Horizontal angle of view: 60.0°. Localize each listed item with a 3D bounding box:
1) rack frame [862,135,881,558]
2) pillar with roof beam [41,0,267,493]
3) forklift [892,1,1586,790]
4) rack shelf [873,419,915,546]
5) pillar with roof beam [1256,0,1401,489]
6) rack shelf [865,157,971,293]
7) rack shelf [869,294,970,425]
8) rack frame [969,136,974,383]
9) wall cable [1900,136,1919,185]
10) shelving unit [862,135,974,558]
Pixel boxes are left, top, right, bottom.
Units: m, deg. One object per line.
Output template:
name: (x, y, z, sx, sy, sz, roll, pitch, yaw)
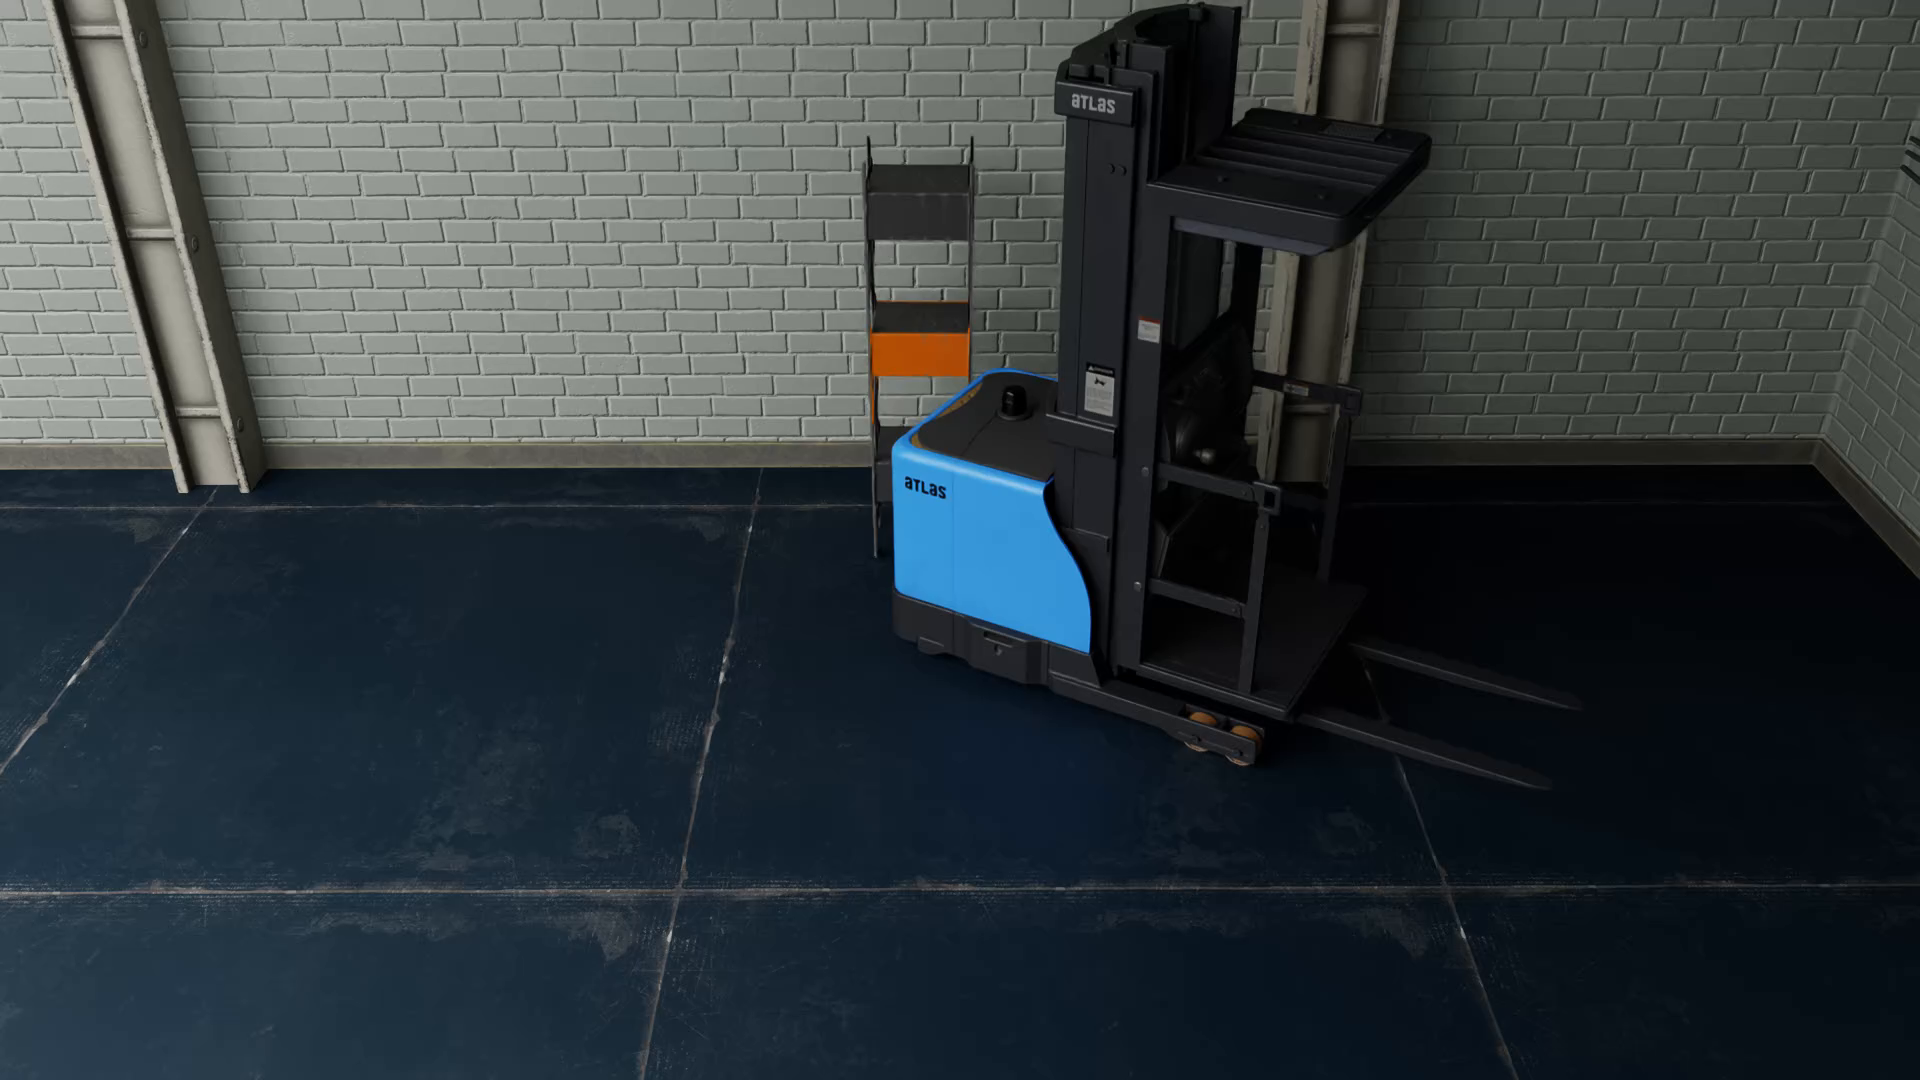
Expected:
rack frame: (-0.433, -0.908, 8.223, 0.015, 2.100, 0.400, 0, 31, 1)
pillar with roof beam: (-4.093, -1.956, 3.298, 0.400, 9.000, 9.100, 0, 31, 0)
forklift: (1.217, -0.600, 6.913, 3.031, 2.935, 1.130, 16, 35, 25)
rack shelf: (-0.189, -0.296, 8.590, 0.480, 0.518, 0.431, 0, 31, 1)
pillar with roof beam: (1.907, -1.974, 3.329, 0.400, 9.000, 9.100, 0, 31, 0)
rack shelf: (-0.189, -1.493, 7.864, 0.480, 0.518, 0.431, 0, 31, 1)
rack shelf: (-0.189, -0.895, 8.227, 0.480, 0.518, 0.431, 0, 31, 1)
rack frame: (0.055, -0.905, 8.217, 0.015, 2.100, 0.400, 0, 31, 1)
wall cable: (4.835, -2.203, 6.700, 0.112, 2.526, 3.097, 0, 31, 0)
shelving unit: (-0.189, -0.906, 8.220, 0.503, 2.100, 0.431, 0, 31, 1)
